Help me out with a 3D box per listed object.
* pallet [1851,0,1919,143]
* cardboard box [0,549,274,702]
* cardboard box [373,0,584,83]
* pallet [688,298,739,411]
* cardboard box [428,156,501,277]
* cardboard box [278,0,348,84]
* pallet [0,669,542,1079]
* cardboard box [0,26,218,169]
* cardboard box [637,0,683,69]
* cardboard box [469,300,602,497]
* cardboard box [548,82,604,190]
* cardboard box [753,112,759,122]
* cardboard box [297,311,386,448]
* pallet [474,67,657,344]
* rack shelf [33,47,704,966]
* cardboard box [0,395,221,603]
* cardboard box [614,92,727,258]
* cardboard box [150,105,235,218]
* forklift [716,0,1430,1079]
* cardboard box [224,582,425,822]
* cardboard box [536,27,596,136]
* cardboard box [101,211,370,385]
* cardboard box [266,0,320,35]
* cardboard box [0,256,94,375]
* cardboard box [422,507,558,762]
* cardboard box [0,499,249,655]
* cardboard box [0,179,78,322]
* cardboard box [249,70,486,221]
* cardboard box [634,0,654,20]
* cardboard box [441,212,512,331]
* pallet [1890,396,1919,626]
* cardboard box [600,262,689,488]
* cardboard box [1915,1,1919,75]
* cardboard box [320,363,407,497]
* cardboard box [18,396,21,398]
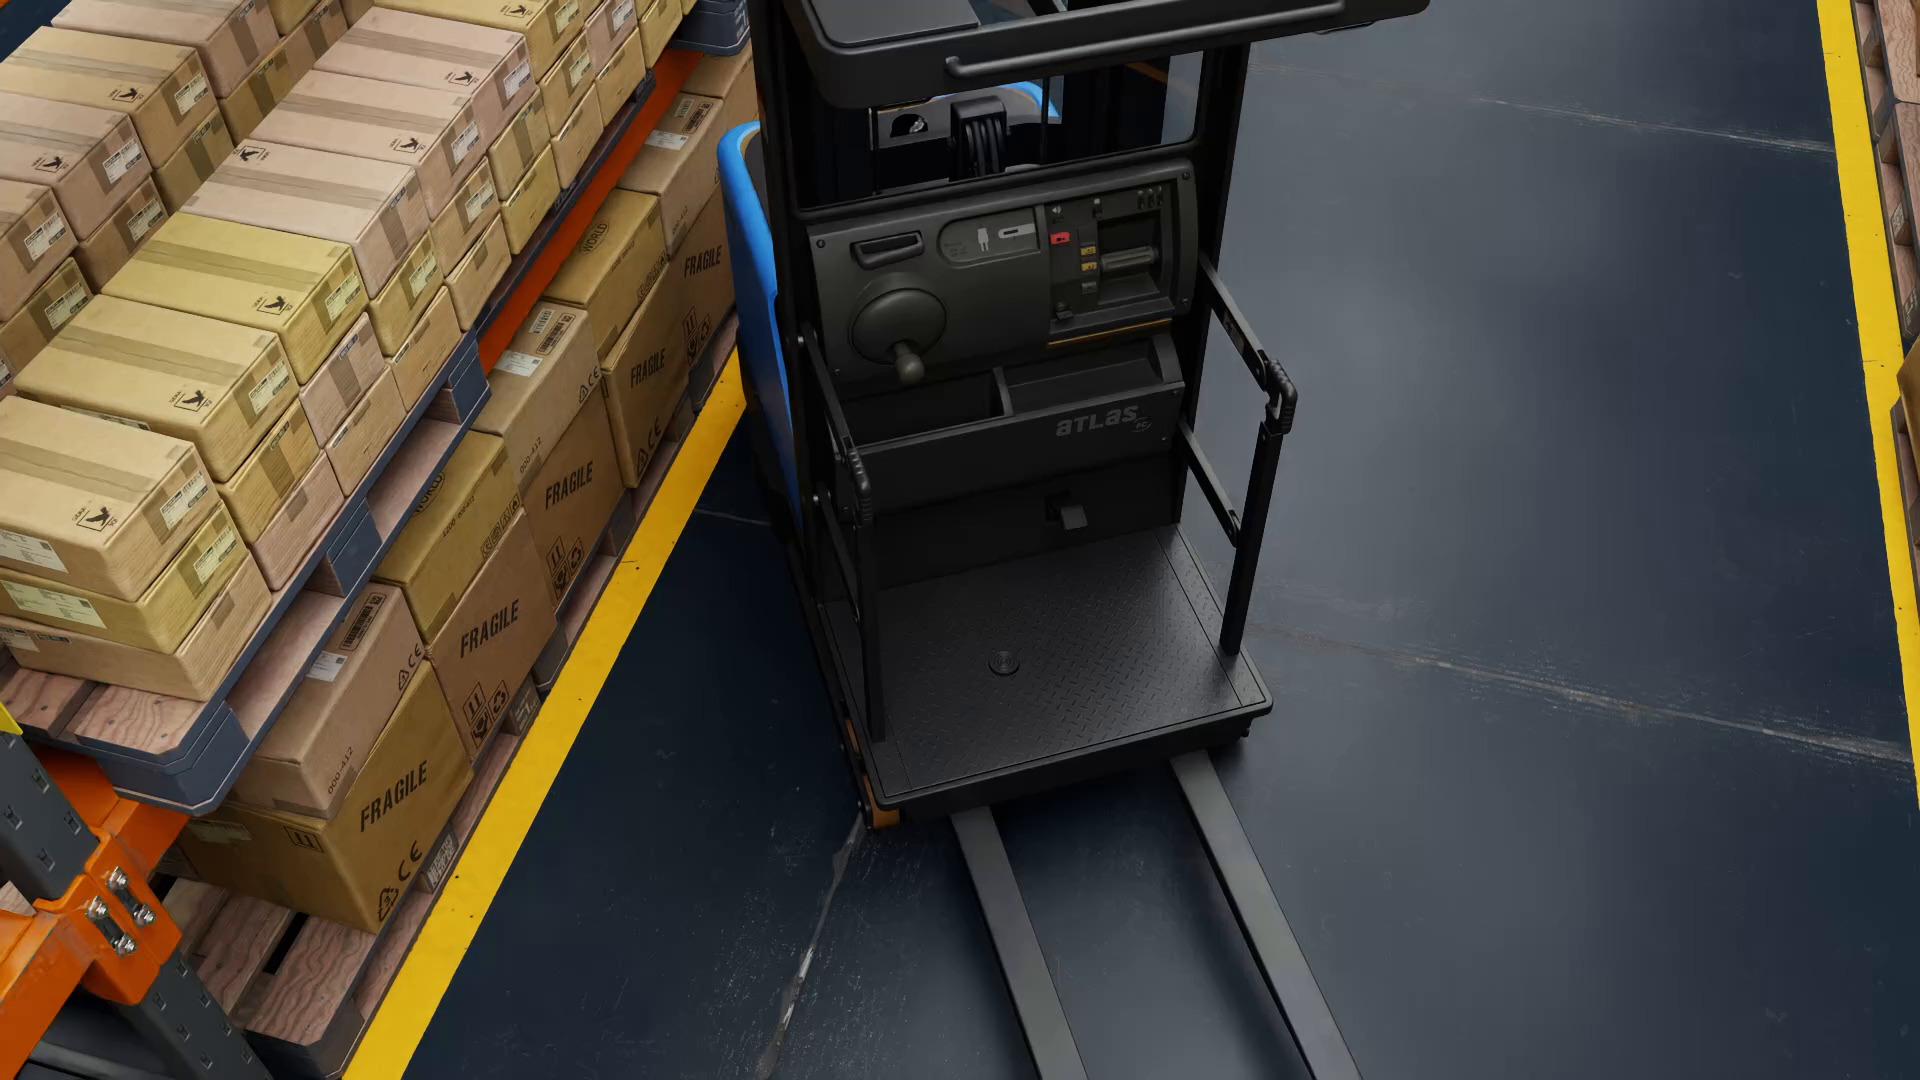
[{"bbox_3d":[4.292,-1.989,6.865,1.003,0.211,1.213,12,50,10],"label":"pallet"},{"bbox_3d":[-1.502,0.124,3.027,0.380,0.149,0.250,9,49,8],"label":"cardboard box"},{"bbox_3d":[-1.095,-1.204,3.803,0.380,0.149,0.250,13,50,11],"label":"cardboard box"},{"bbox_3d":[-1.203,-1.032,6.020,1.003,0.211,1.213,12,50,10],"label":"pallet"},{"bbox_3d":[-1.231,-0.733,3.585,0.380,0.149,0.250,13,50,12],"label":"cardboard box"},{"bbox_3d":[-1.722,-1.236,4.029,0.380,0.149,0.250,13,50,11],"label":"cardboard box"},{"bbox_3d":[-1.846,0.733,4.462,1.003,0.211,1.213,12,50,10],"label":"pallet"},{"bbox_3d":[-1.855,-0.956,3.584,0.380,0.149,0.250,10,49,9],"label":"cardboard box"},{"bbox_3d":[-0.955,-1.388,4.362,0.380,0.149,0.250,10,49,8],"label":"cardboard box"},{"bbox_3d":[-1.323,-0.422,4.509,0.500,0.250,0.500,13,50,11],"label":"cardboard box"},{"bbox_3d":[-1.094,-1.003,4.022,0.380,0.149,0.250,10,49,8],"label":"cardboard box"},{"bbox_3d":[-0.917,-1.304,5.787,0.500,0.500,0.500,11,50,10],"label":"cardboard box"},{"bbox_3d":[-1.368,-0.349,3.247,0.380,0.149,0.250,13,50,11],"label":"cardboard box"},{"bbox_3d":[-1.478,-1.016,4.274,1.003,0.211,1.213,12,50,10],"label":"pallet"},{"bbox_3d":[-1.523,-0.835,4.466,1.077,0.370,4.000,12,50,10],"label":"rack shelf"},{"bbox_3d":[-1.502,-0.073,2.804,0.380,0.149,0.250,14,50,12],"label":"cardboard box"},{"bbox_3d":[-1.046,-1.166,5.165,0.500,0.250,0.500,12,50,11],"label":"cardboard box"},{"bbox_3d":[-1.861,-0.863,3.700,0.380,0.149,0.250,9,49,8],"label":"cardboard box"},{"bbox_3d":[0.179,-0.523,3.757,1.130,2.935,3.031,-13,50,-11],"label":"forklift"},{"bbox_3d":[-1.600,0.332,3.844,0.500,0.250,0.500,10,49,8],"label":"cardboard box"},{"bbox_3d":[-1.092,-1.106,3.915,0.380,0.149,0.250,11,49,9],"label":"cardboard box"},{"bbox_3d":[-1.364,-0.461,3.147,0.380,0.149,0.250,12,50,10],"label":"cardboard box"},{"bbox_3d":[-1.718,-1.345,3.927,0.380,0.149,0.250,11,49,10],"label":"cardboard box"},{"bbox_3d":[-1.998,-0.477,3.359,0.380,0.149,0.250,14,50,12],"label":"cardboard box"},{"bbox_3d":[-1.461,0.197,4.463,0.500,0.500,0.500,14,50,12],"label":"cardboard box"},{"bbox_3d":[-1.502,0.025,2.916,0.380,0.149,0.250,12,50,11],"label":"cardboard box"},{"bbox_3d":[-1.992,-0.589,3.260,0.380,0.149,0.250,10,49,9],"label":"cardboard box"},{"bbox_3d":[-1.229,-0.826,3.469,0.380,0.149,0.250,11,50,10],"label":"cardboard box"},{"bbox_3d":[-0.956,-1.482,4.246,0.380,0.149,0.250,11,50,10],"label":"cardboard box"},{"bbox_3d":[-1.231,-0.623,3.687,0.380,0.149,0.250,10,49,8],"label":"cardboard box"},{"bbox_3d":[3.482,0.011,5.100,1.003,0.211,1.213,12,50,10],"label":"pallet"},{"bbox_3d":[-1.181,-0.543,5.116,0.500,0.500,0.500,10,49,8],"label":"cardboard box"},{"bbox_3d":[4.196,-2.090,6.467,0.700,0.500,0.500,15,50,13],"label":"cardboard box"},{"bbox_3d":[-1.365,-0.258,3.364,0.380,0.149,0.250,12,50,10],"label":"cardboard box"},{"bbox_3d":[-2.068,-0.196,3.310,0.380,0.149,0.250,12,50,10],"label":"cardboard box"}]
